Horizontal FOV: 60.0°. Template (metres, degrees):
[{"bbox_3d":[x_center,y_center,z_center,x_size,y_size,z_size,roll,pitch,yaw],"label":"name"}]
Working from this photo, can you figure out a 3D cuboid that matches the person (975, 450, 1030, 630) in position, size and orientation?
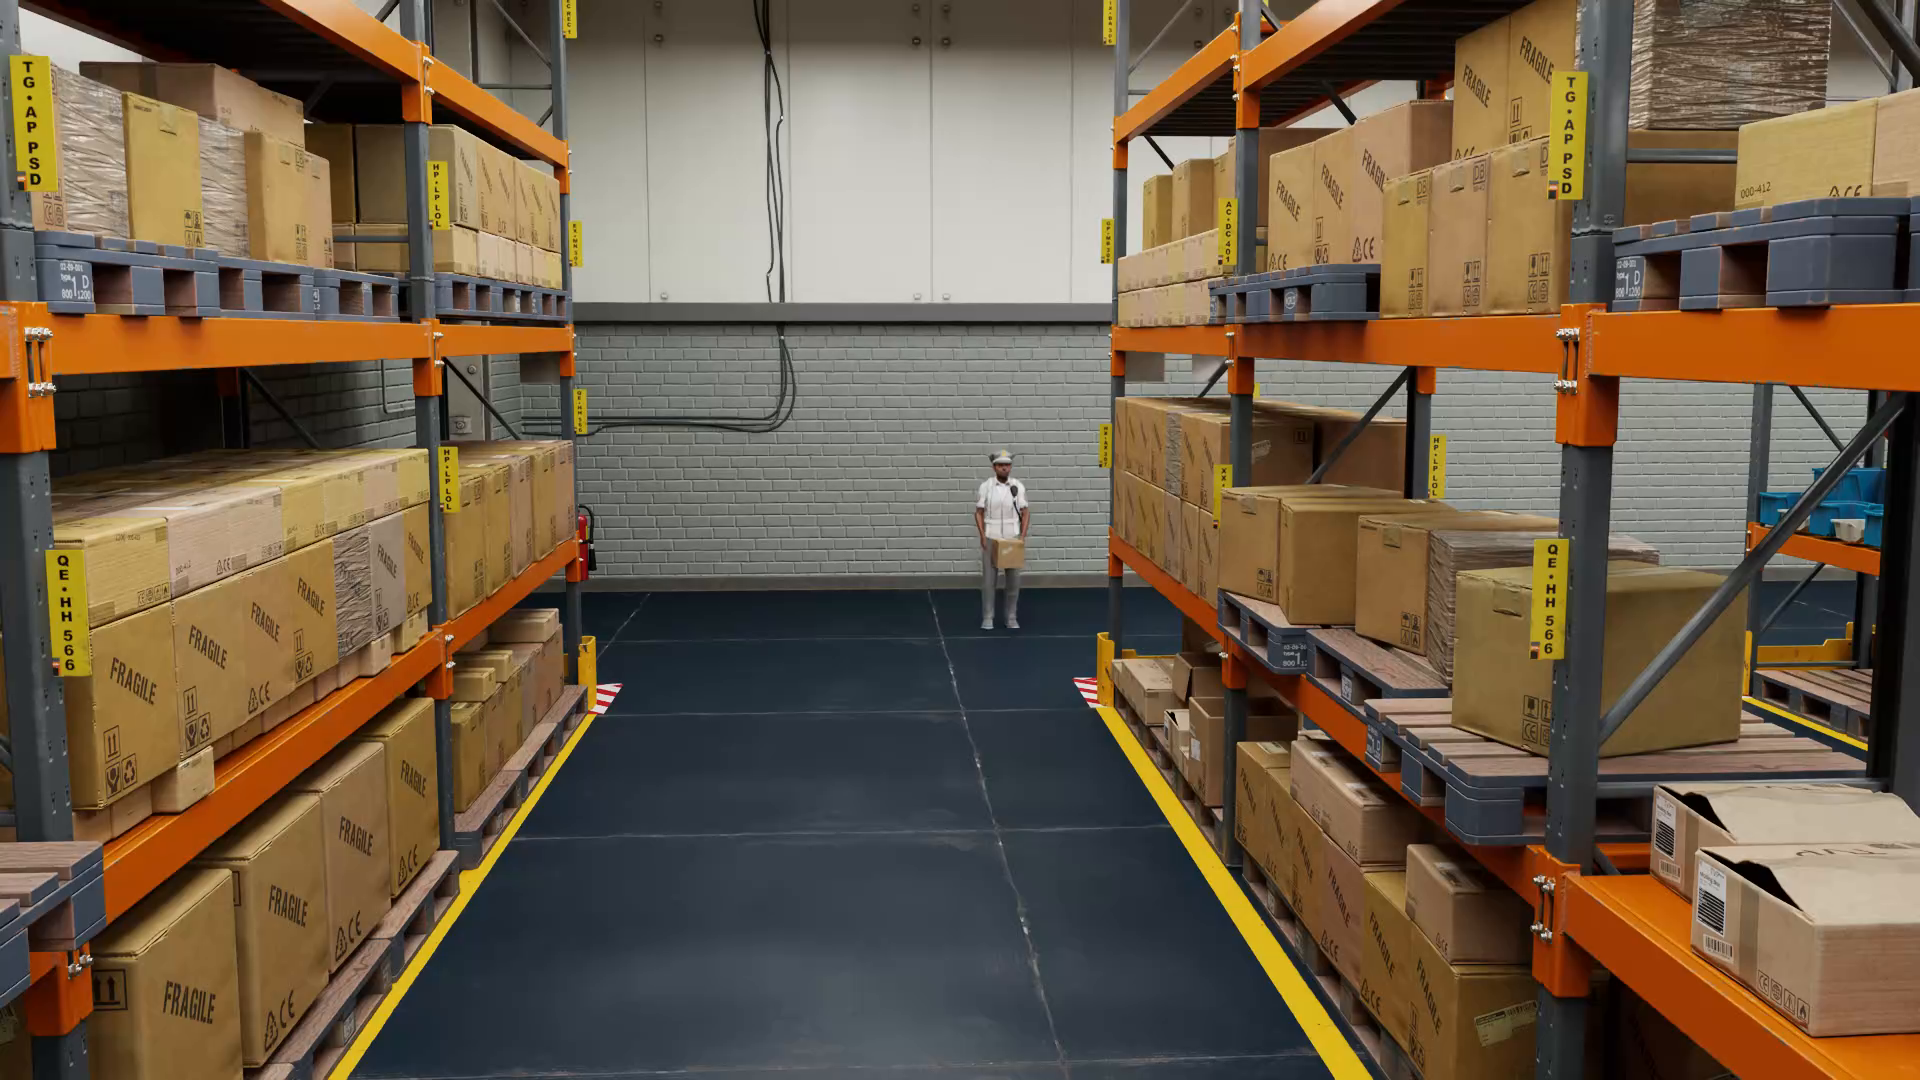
[{"bbox_3d":[0.404,0.000,15.647,0.527,1.701,0.428,0,7,-3],"label":"person"}]
